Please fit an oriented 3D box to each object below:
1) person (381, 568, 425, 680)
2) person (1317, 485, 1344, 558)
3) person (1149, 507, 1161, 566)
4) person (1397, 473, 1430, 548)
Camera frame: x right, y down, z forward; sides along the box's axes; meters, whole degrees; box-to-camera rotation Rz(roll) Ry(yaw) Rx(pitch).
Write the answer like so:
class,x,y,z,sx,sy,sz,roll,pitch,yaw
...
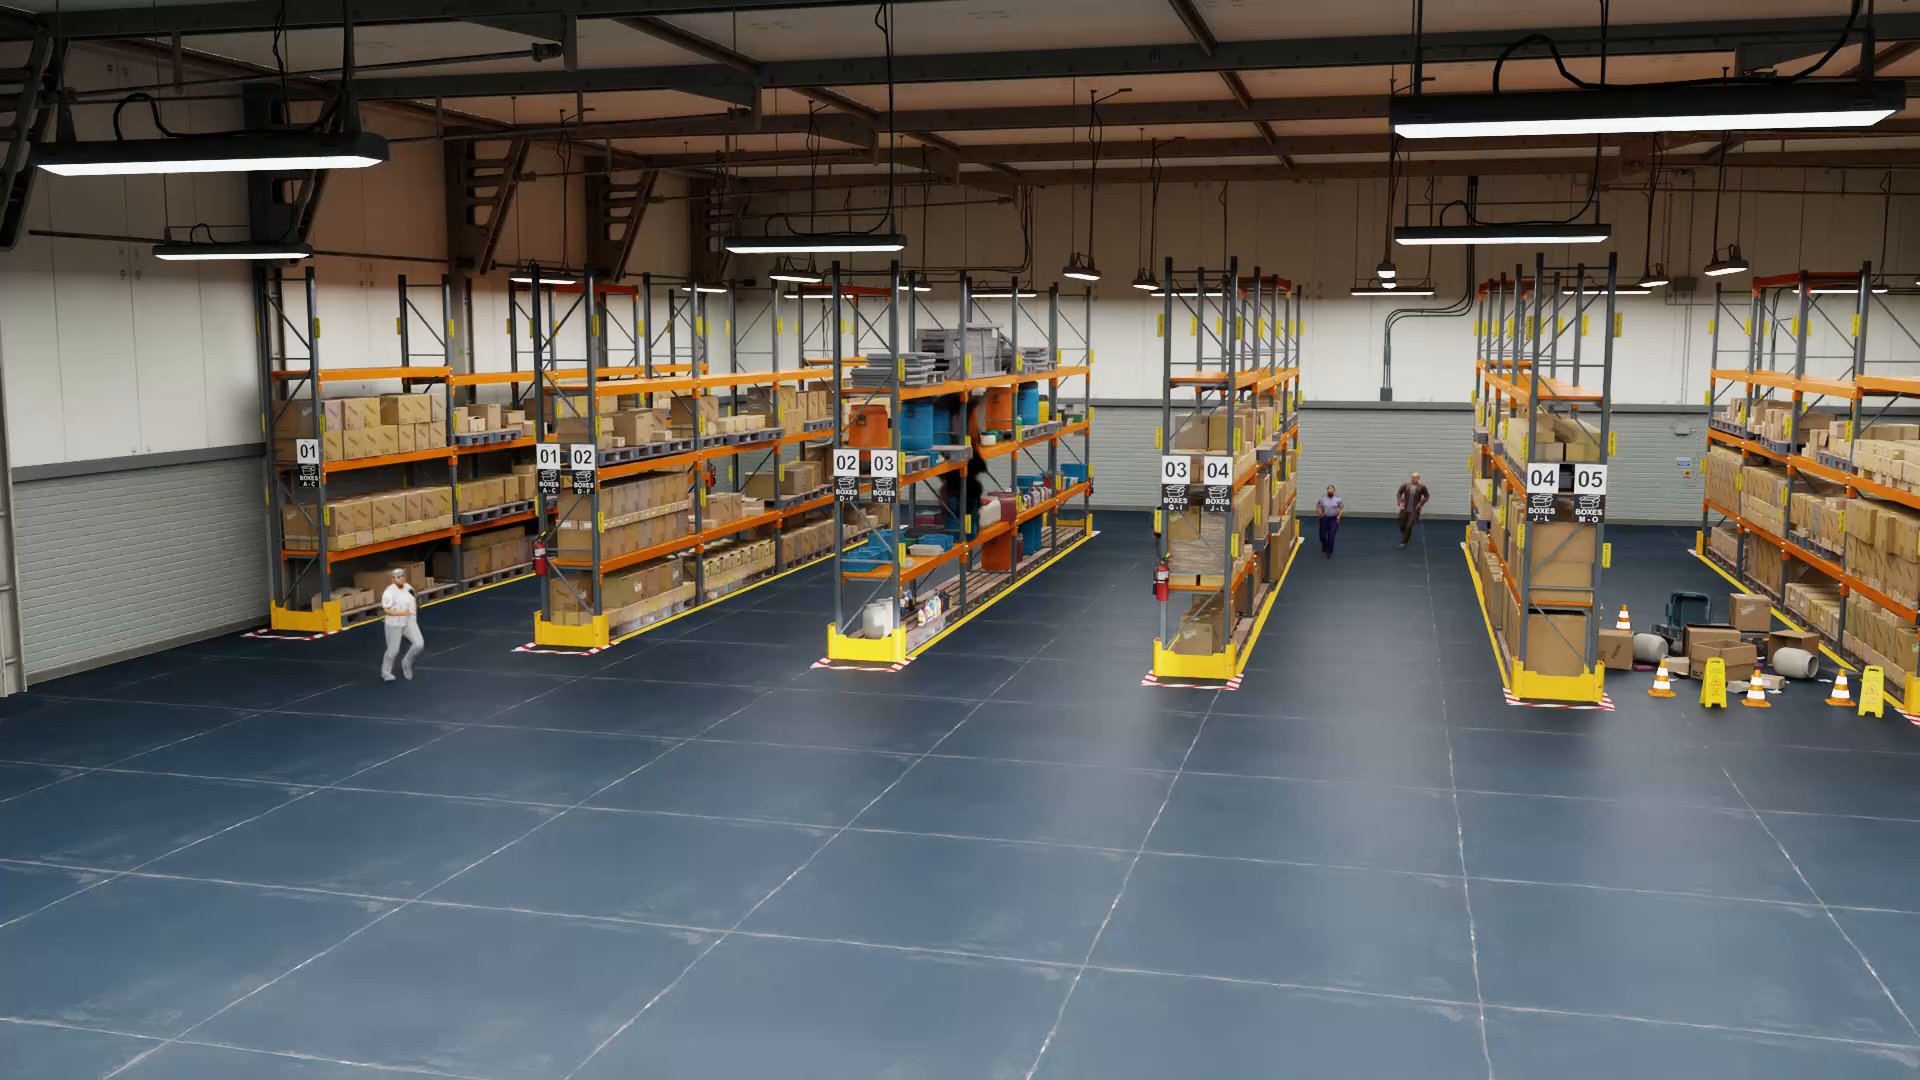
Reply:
class,x,y,z,sx,sy,sz,roll,pitch,yaw
person,-7.902,1.195,23.571,0.806,1.621,0.619,7,10,43
person,8.119,-0.416,36.485,0.598,1.598,0.576,2,8,18
person,4.135,-0.048,33.562,0.653,1.659,0.761,1,7,4
person,10.386,-0.683,38.169,0.743,1.715,0.635,3,8,25
